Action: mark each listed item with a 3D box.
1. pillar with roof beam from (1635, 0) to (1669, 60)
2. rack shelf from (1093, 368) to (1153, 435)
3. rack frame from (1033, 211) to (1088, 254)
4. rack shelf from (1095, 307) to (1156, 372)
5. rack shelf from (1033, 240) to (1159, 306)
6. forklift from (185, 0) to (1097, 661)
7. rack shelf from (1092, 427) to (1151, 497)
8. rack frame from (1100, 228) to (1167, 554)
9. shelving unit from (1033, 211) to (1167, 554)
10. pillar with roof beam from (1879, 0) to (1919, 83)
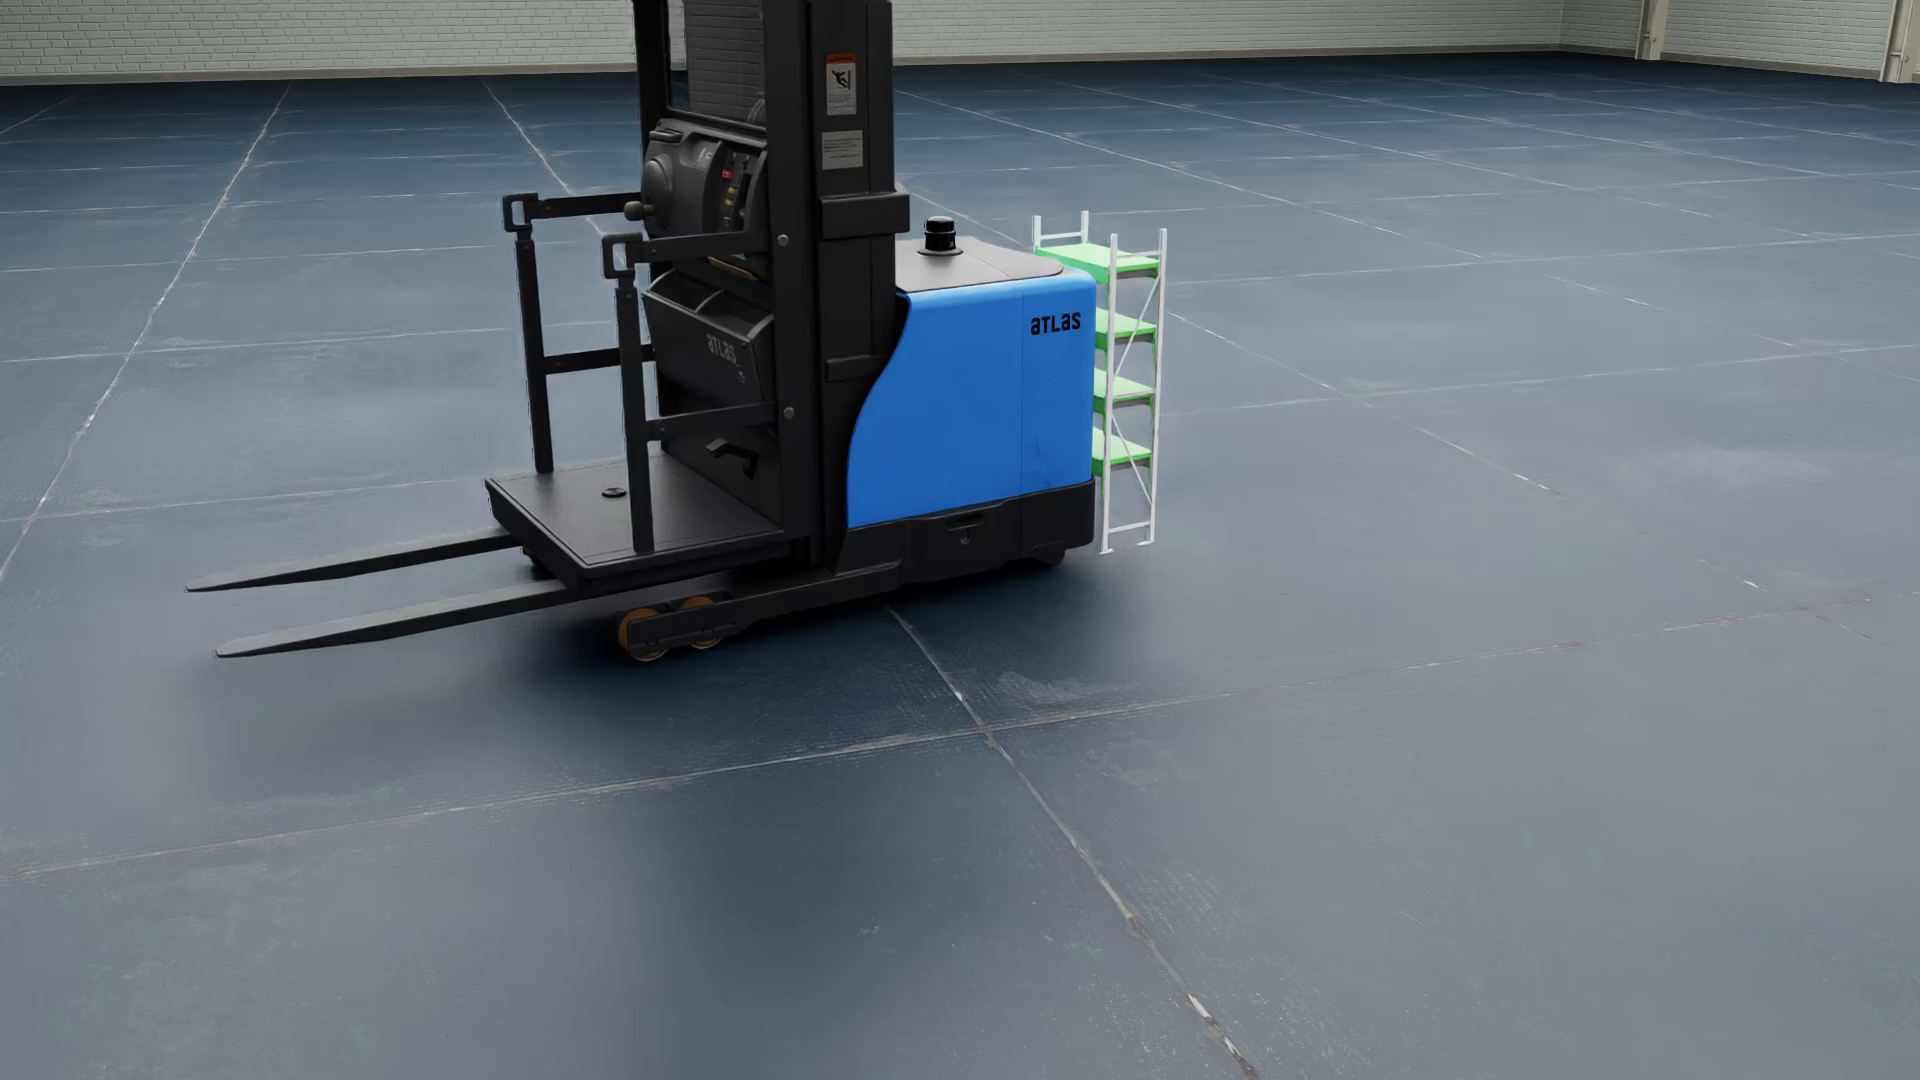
[{"bbox_3d":[9.507,-13.279,30.074,9.100,9.000,0.400,-6,21,-17],"label":"pillar with roof beam"},{"bbox_3d":[0.511,-0.545,6.349,0.258,0.148,0.480,-12,23,-29],"label":"rack shelf"},{"bbox_3d":[0.385,-0.676,6.524,0.240,1.200,0.015,-12,23,-29],"label":"rack frame"},{"bbox_3d":[0.511,-0.771,6.268,0.258,0.148,0.480,-12,23,-29],"label":"rack shelf"},{"bbox_3d":[0.512,-0.997,6.187,0.258,0.148,0.480,-12,23,-29],"label":"rack shelf"},{"bbox_3d":[-1.027,-1.194,5.404,3.031,2.935,1.130,-12,23,-29],"label":"forklift"},{"bbox_3d":[0.511,-0.320,6.430,0.258,0.148,0.480,-12,23,-29],"label":"rack shelf"},{"bbox_3d":[0.638,-0.535,6.131,0.240,1.200,0.015,-12,23,-29],"label":"rack frame"},{"bbox_3d":[0.511,-0.606,6.327,0.258,1.200,0.503,-12,23,-29],"label":"shelving unit"},{"bbox_3d":[11.392,-11.354,24.714,9.100,9.000,0.400,-6,21,-17],"label":"pillar with roof beam"}]
